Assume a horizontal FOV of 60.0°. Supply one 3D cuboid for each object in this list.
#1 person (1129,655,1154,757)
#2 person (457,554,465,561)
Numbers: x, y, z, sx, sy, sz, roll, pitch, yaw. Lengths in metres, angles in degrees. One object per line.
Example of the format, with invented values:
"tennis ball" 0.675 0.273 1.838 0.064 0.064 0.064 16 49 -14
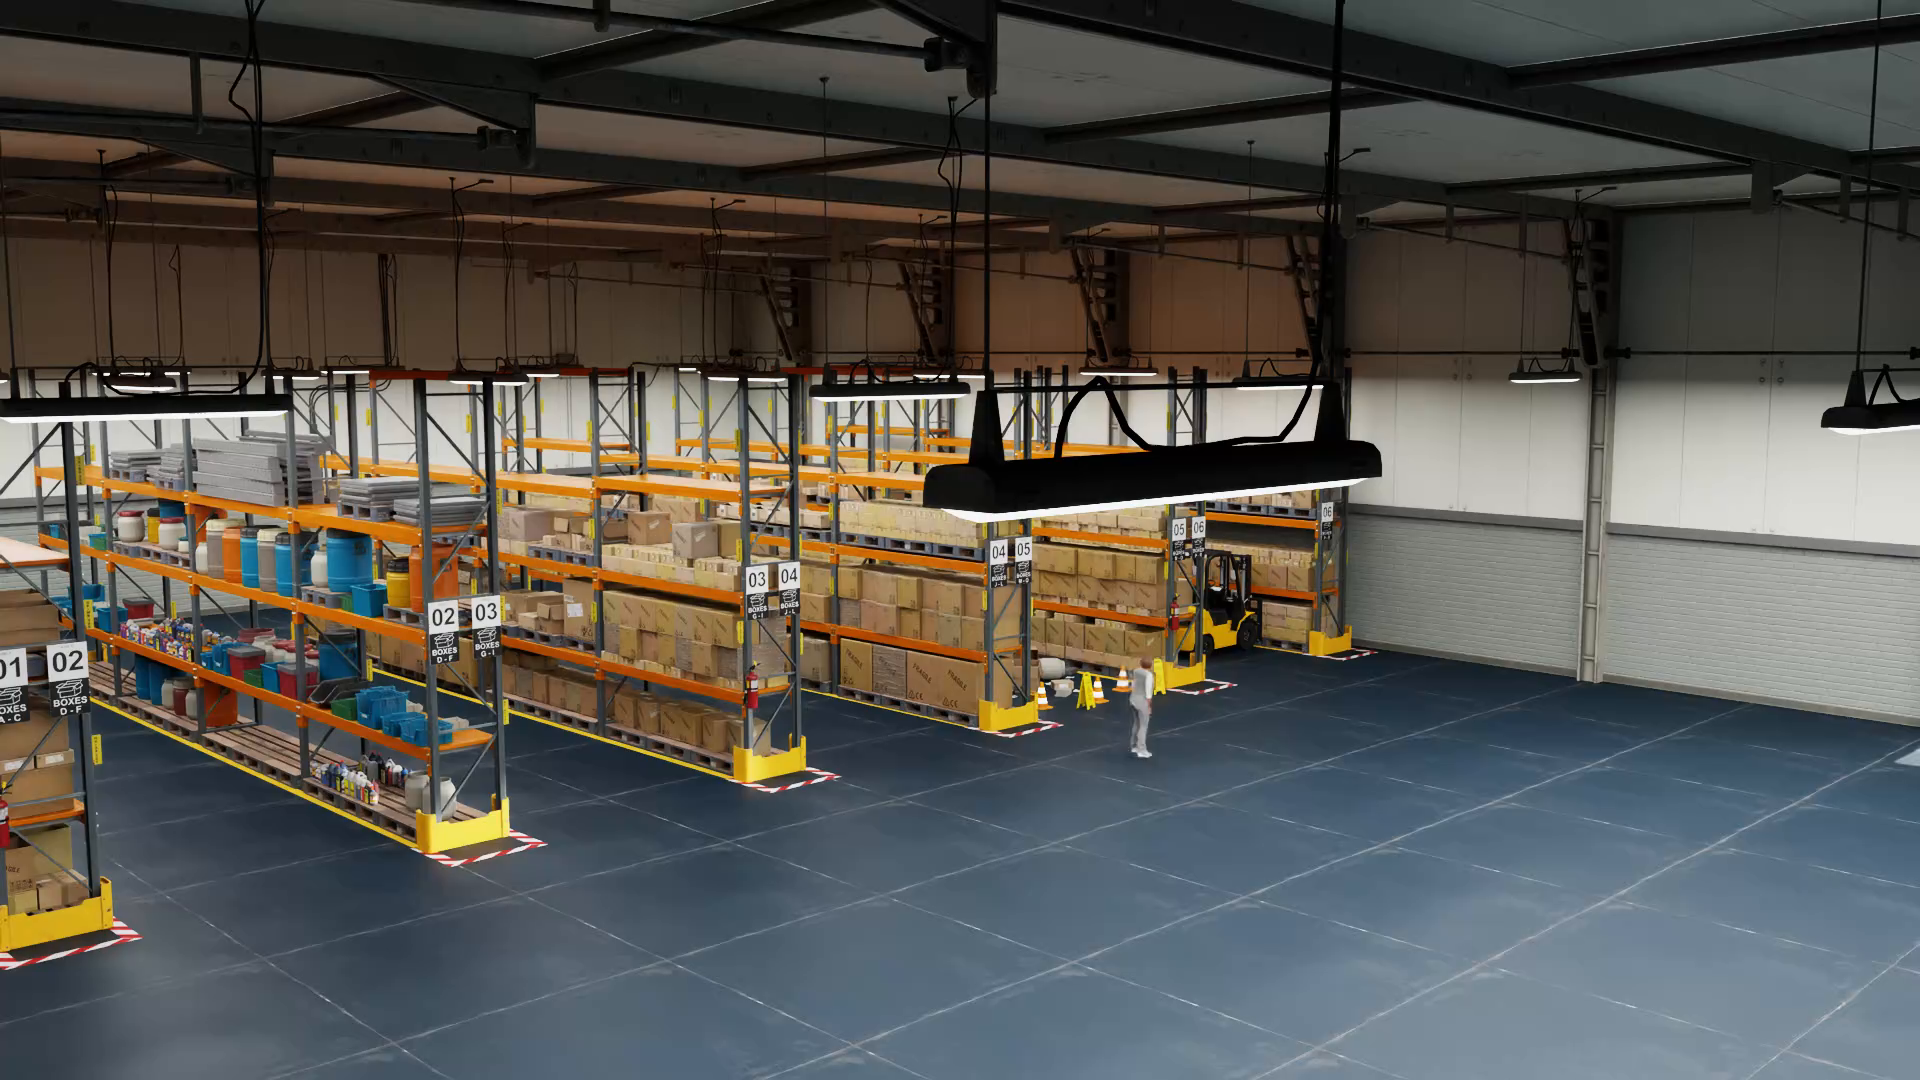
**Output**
"person" 2.850 2.604 26.119 0.360 1.606 0.475 -3 7 -27
"person" -11.666 1.131 38.748 0.357 1.694 0.507 2 7 14
